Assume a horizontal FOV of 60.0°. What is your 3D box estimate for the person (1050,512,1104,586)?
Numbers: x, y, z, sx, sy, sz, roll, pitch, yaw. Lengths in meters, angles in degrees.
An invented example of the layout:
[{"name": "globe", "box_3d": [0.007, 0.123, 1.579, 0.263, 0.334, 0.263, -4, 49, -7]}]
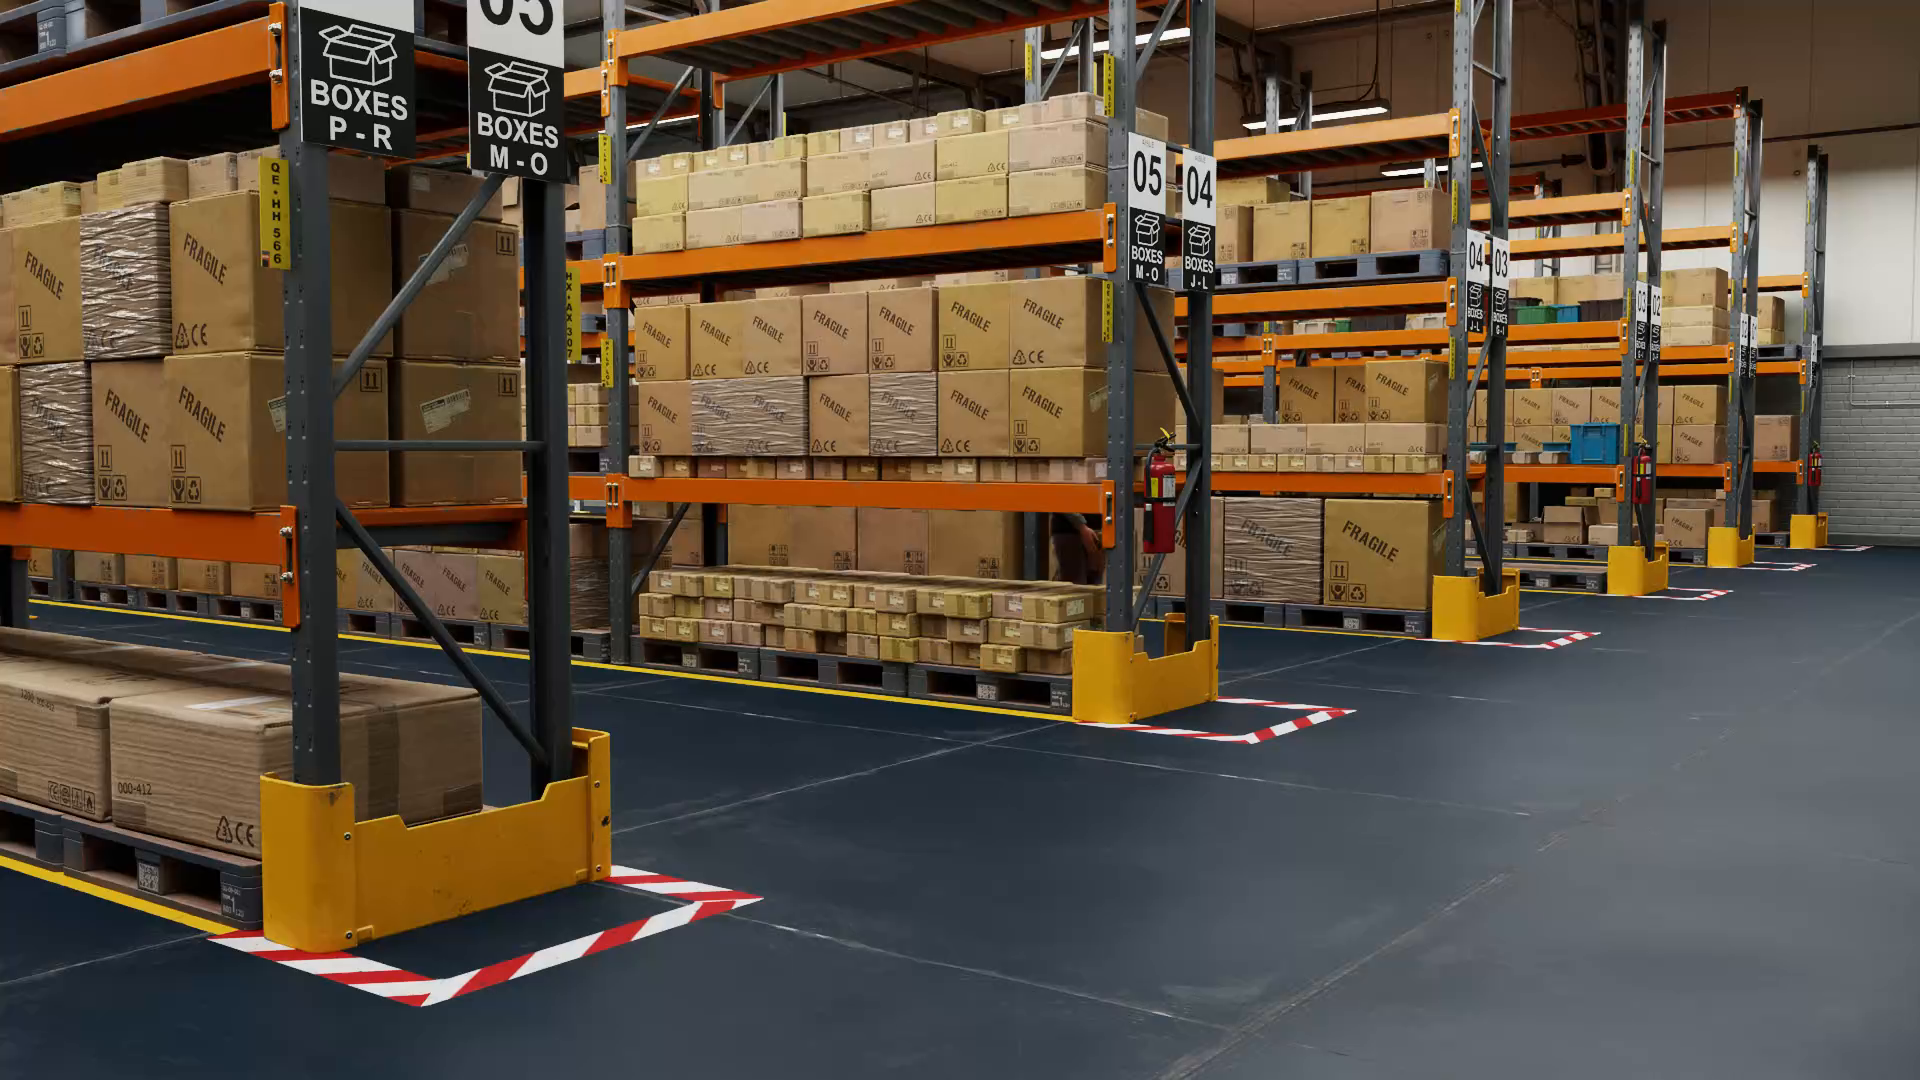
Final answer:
[{"name": "person", "box_3d": [0.870, 0.000, 11.582, 0.439, 1.726, 0.574, 2, 4, 36]}]
